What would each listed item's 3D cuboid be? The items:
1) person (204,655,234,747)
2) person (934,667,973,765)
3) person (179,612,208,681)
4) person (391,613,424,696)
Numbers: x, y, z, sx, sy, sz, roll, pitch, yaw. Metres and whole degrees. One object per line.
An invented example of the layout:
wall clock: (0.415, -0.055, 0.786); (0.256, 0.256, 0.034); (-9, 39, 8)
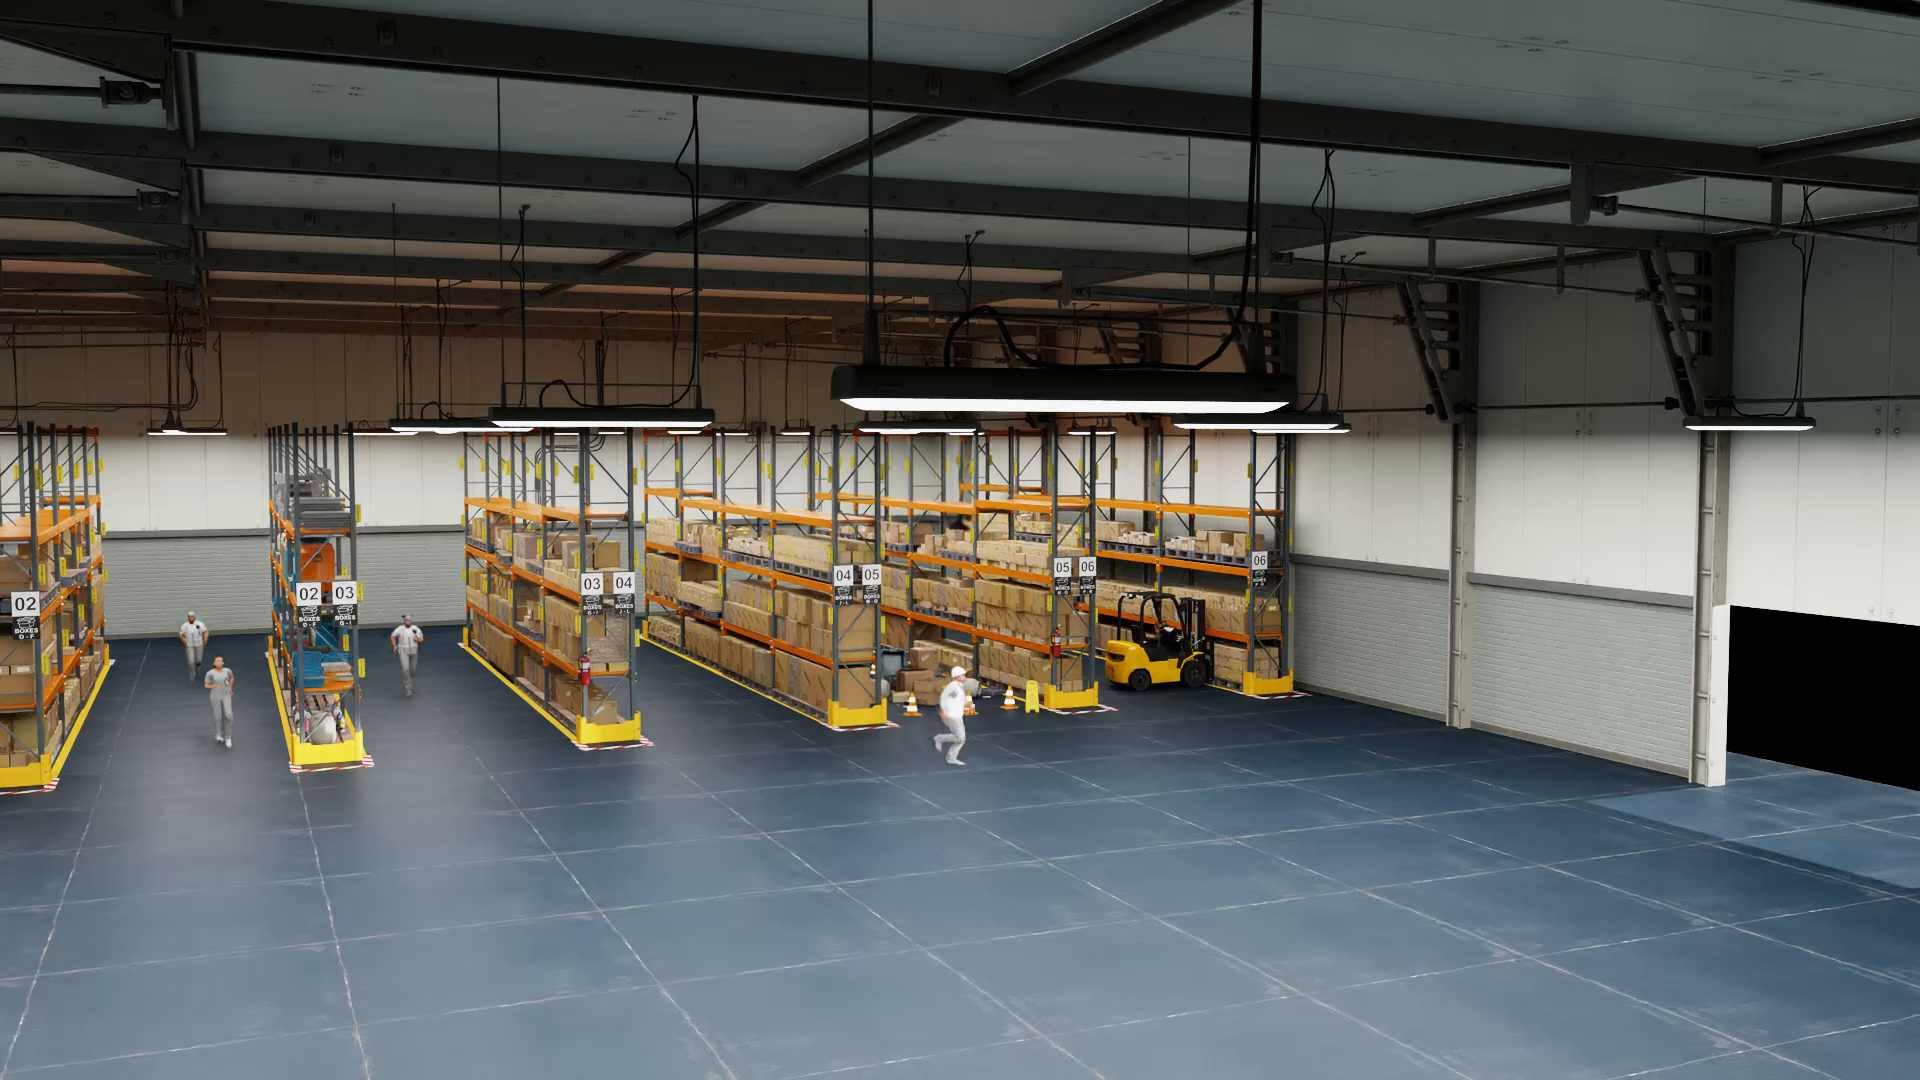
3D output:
person: (-13.803, 3.007, 31.020); (0.546, 1.707, 0.759); (-2, 4, -33)
person: (-0.110, 3.091, 29.248); (0.681, 1.730, 0.693); (1, 4, 18)
person: (-18.177, 2.512, 39.465); (0.622, 1.638, 0.618); (-1, 4, -23)
person: (-12.373, 2.538, 37.298); (0.656, 1.796, 0.954); (-2, 4, -33)
